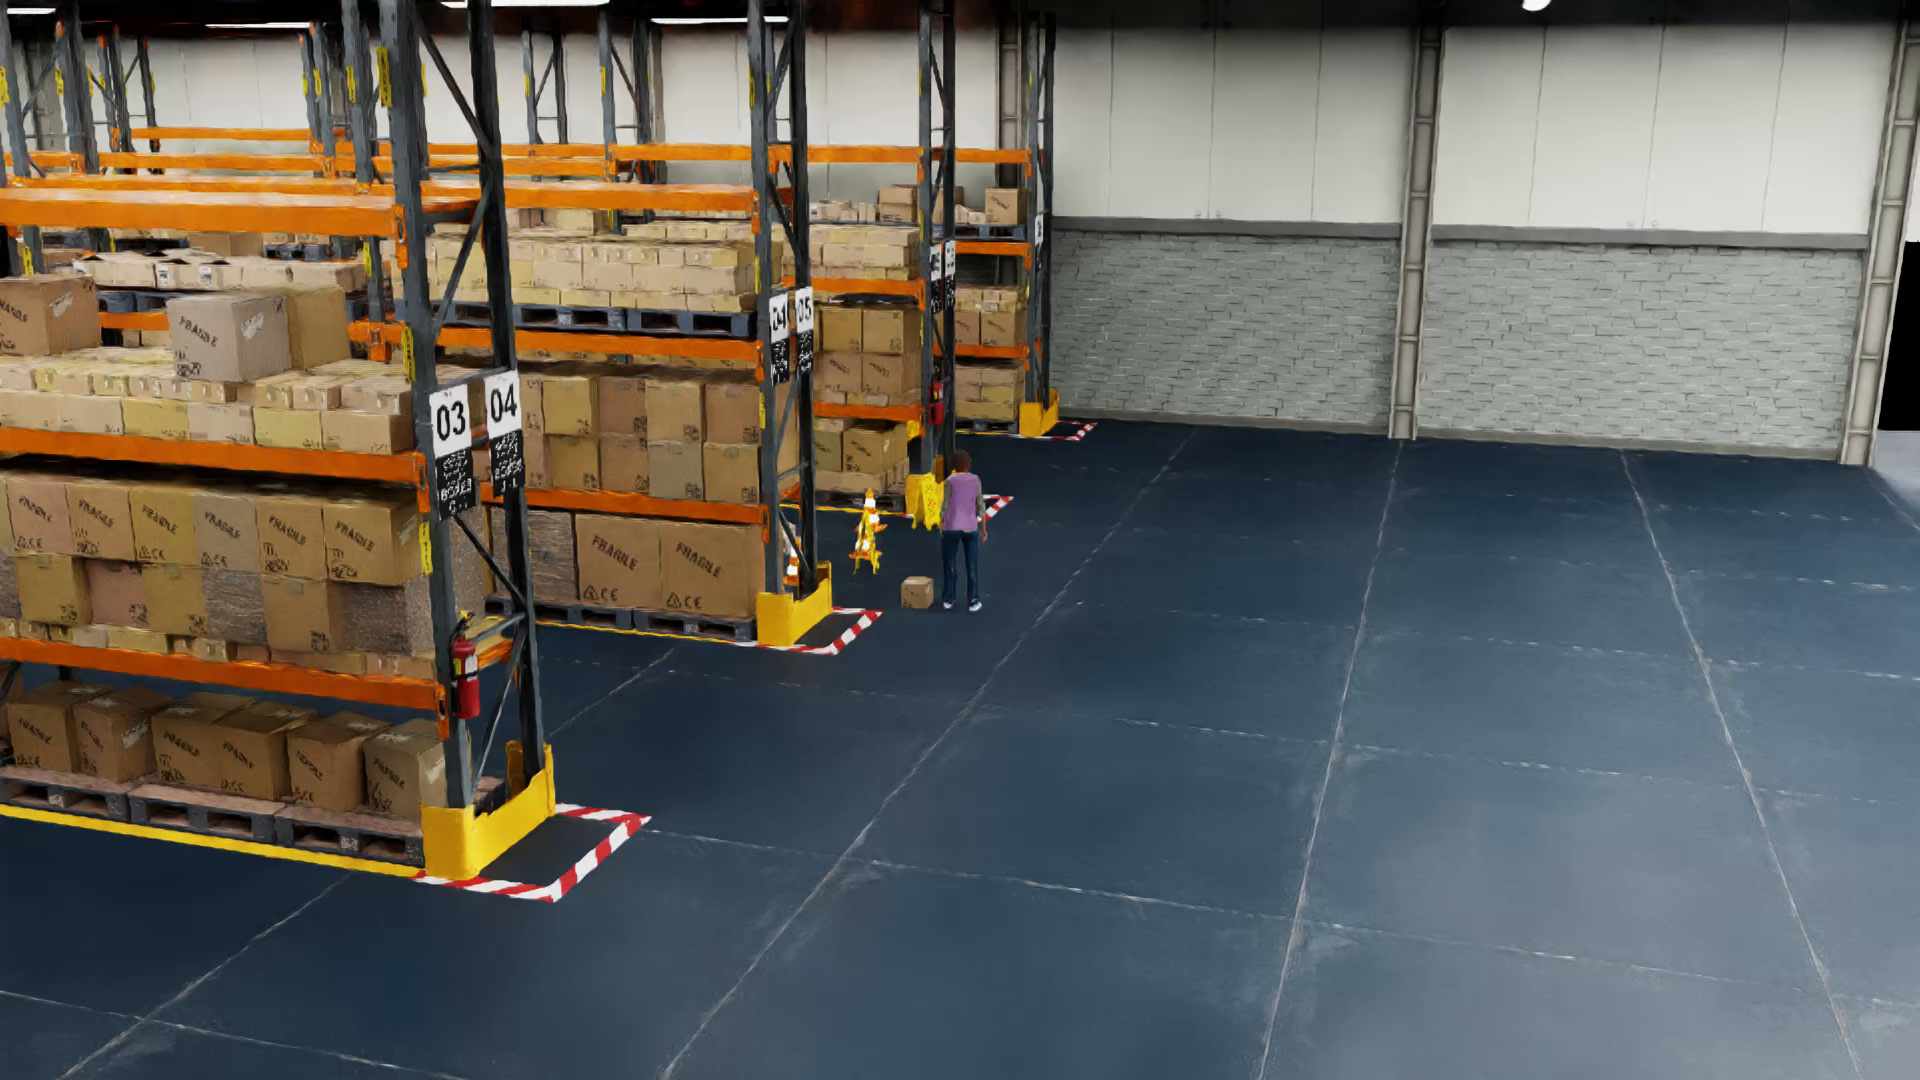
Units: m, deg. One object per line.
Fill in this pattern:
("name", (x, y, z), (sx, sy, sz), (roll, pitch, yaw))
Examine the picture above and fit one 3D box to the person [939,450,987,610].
("person", (0.017, -0.099, 16.227), (0.461, 1.592, 0.454), (-5, 16, -17))
